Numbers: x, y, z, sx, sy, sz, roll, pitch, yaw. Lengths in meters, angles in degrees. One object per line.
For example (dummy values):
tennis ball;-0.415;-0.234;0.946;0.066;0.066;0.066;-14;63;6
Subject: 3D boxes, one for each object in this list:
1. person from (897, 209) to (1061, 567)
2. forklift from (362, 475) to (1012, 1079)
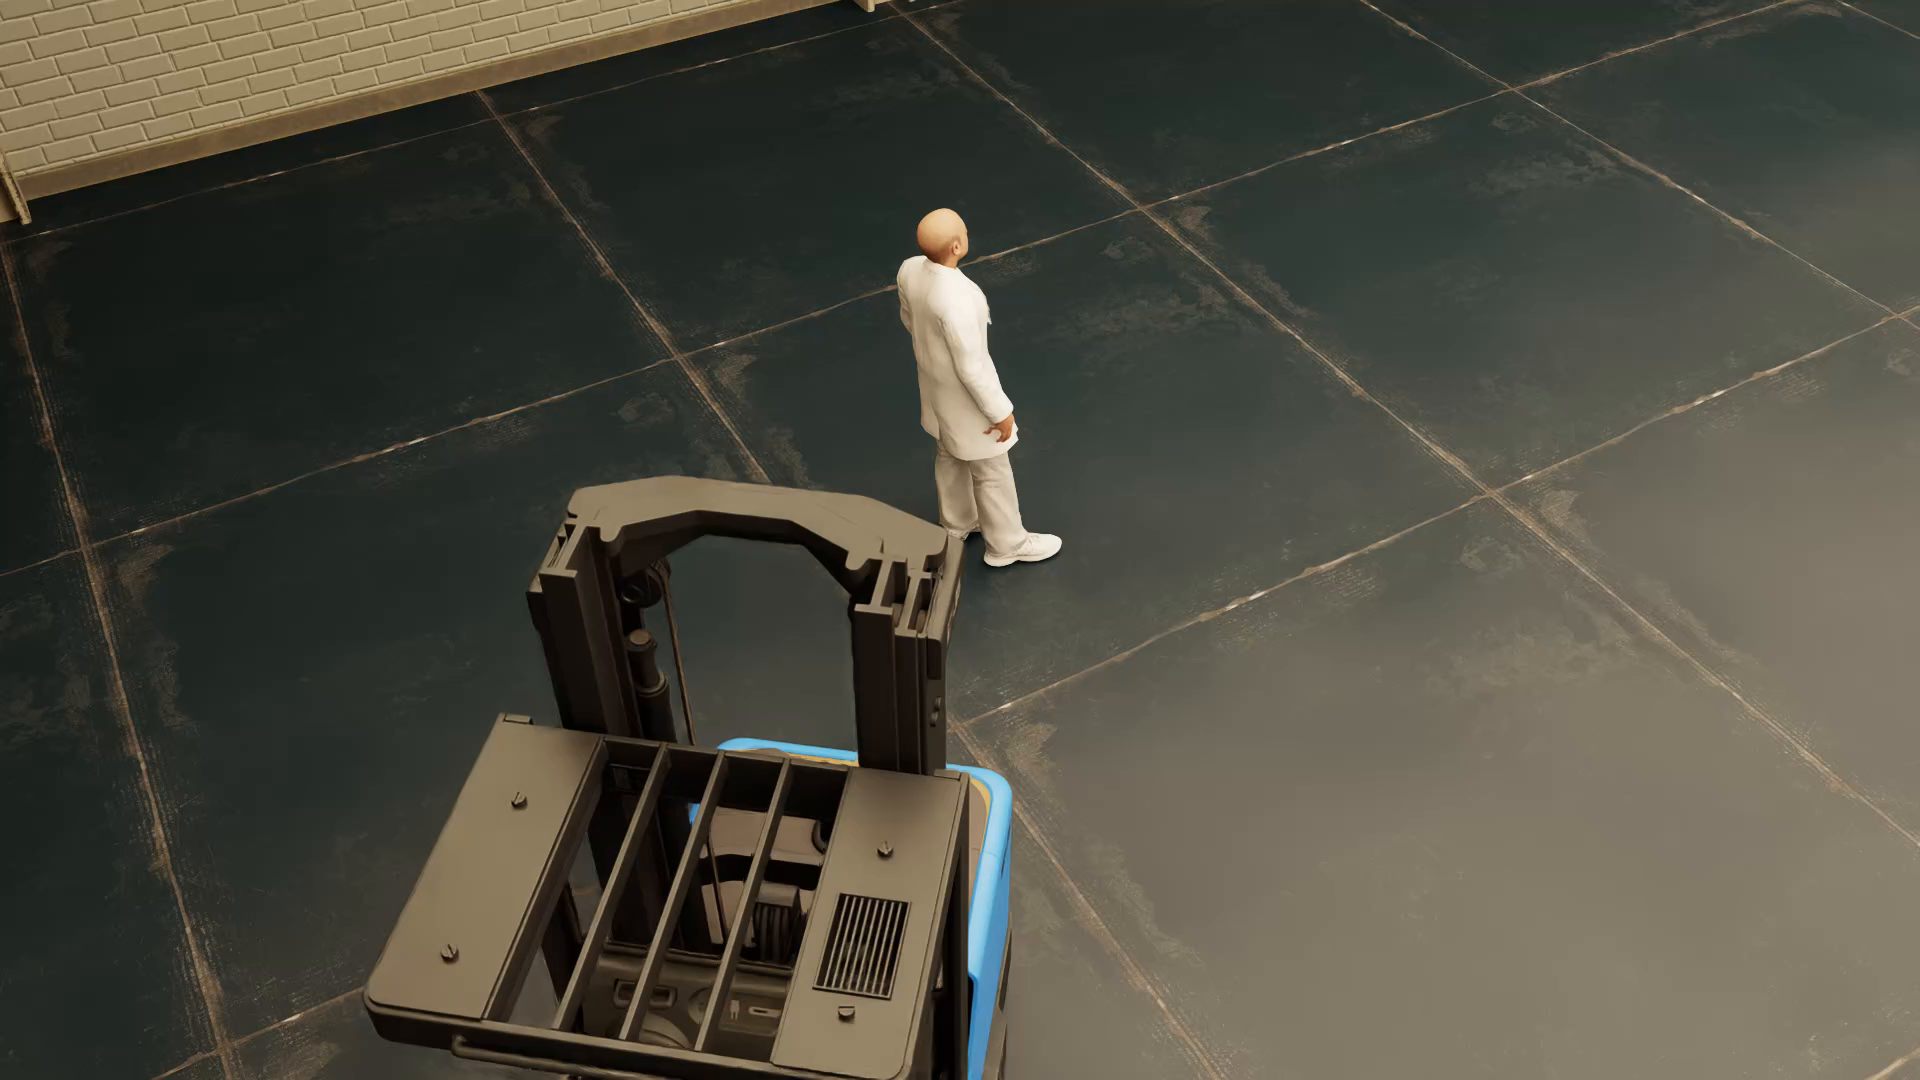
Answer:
person;0.081;-0.685;7.274;0.581;1.775;0.694;-21;47;-21
forklift;-0.563;1.408;4.179;1.130;2.935;3.031;6;43;7
